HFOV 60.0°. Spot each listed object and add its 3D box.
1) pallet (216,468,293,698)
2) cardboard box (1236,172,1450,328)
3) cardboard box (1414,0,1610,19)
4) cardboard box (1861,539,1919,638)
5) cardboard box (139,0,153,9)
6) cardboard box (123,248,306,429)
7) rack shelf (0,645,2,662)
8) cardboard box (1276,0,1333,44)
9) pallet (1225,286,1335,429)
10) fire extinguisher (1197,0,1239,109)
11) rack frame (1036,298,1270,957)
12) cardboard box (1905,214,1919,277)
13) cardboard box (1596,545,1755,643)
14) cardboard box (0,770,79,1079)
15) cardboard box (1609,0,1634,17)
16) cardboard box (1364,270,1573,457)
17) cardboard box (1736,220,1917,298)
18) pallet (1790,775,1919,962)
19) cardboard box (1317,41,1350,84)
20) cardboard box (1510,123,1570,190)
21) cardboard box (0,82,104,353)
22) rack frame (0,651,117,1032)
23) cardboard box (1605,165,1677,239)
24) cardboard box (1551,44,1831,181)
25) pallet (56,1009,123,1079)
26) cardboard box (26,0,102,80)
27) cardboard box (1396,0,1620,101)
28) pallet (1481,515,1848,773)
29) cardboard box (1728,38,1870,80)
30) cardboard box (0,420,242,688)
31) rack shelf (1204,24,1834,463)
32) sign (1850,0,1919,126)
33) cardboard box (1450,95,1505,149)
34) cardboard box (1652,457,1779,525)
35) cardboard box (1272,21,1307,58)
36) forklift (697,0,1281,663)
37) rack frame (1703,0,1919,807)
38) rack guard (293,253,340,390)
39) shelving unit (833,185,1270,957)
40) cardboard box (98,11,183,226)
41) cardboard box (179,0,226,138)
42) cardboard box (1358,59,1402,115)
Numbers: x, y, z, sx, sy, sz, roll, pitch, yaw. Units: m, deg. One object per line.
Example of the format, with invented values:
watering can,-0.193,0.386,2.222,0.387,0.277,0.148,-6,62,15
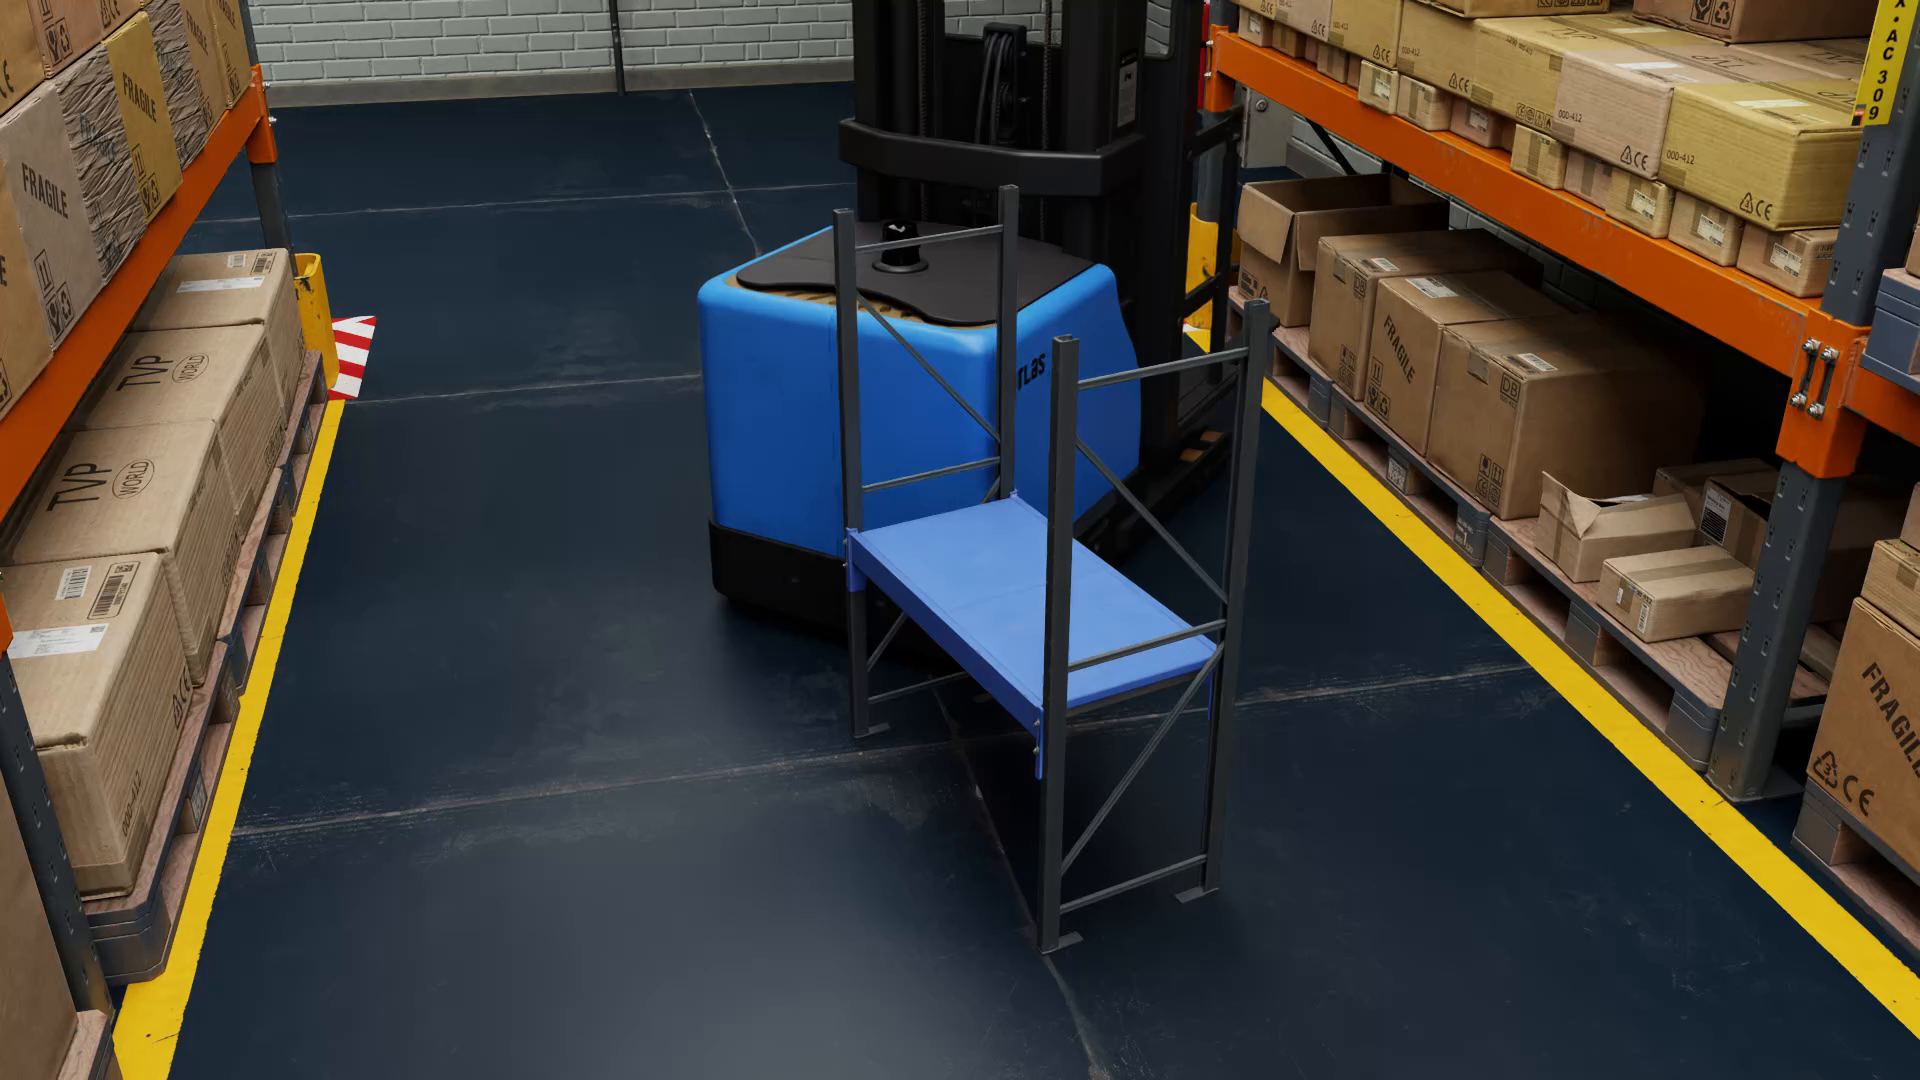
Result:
pallet,-2.708,0.154,5.210,1.003,0.211,1.213,-6,27,-12
cardboard box,1.645,-1.269,7.239,0.797,0.503,0.637,-7,28,-14
cardboard box,1.777,-1.989,5.367,0.500,0.500,0.500,-5,27,-10
cardboard box,2.322,0.106,3.800,0.380,0.149,0.250,-5,27,-9
cardboard box,-2.641,-1.828,4.822,0.500,0.500,0.500,-6,27,-12
cardboard box,-2.990,-0.732,6.249,0.875,0.438,0.875,-7,28,-13
rack shelf,-1.884,0.987,1.264,1.077,0.370,4.000,-6,27,-12
cardboard box,1.553,-2.092,6.402,0.500,0.250,0.500,-6,27,-11
pallet,1.797,-0.845,7.191,1.003,0.211,1.213,-6,27,-12
fire extinguisher,1.116,-2.290,7.459,0.296,0.674,0.183,-6,27,-12
rack frame,0.404,0.234,3.622,0.500,1.500,0.032,-14,30,-25
cardboard box,2.392,-0.715,3.260,0.700,0.500,0.500,-5,27,-10
cardboard box,2.089,0.153,4.816,0.380,0.149,0.250,-7,28,-13
cardboard box,-2.117,0.813,2.702,0.875,0.875,0.875,-5,27,-10
cardboard box,2.301,-1.691,5.607,0.500,0.250,0.500,-6,27,-12
cardboard box,1.821,-0.646,6.008,0.500,0.500,0.500,-5,27,-11
cardboard box,2.183,-0.720,4.126,0.380,0.149,0.250,-6,27,-11
pallet,2.721,0.880,3.772,1.003,0.211,1.213,-6,27,-12
cardboard box,1.599,-1.853,6.372,0.380,0.149,0.250,-5,27,-10
cardboard box,1.903,-1.171,5.020,0.380,0.149,0.250,-6,27,-12
cardboard box,-2.295,-0.711,3.718,0.500,0.500,0.500,-6,27,-11
rack frame,-2.335,-0.212,2.841,1.000,3.000,0.127,-6,27,-12
cardboard box,2.021,-0.944,4.569,0.380,0.149,0.250,-5,27,-10
cardboard box,2.021,-1.201,4.636,0.500,0.250,0.500,-6,27,-11
pallet,-2.087,1.364,2.814,1.003,0.211,1.213,-6,27,-12
cardboard box,-2.418,-1.385,3.945,0.500,0.500,0.500,-5,27,-11
cardboard box,1.806,-1.647,5.521,0.500,0.250,0.500,-7,28,-13
pallet,2.347,0.226,5.069,1.003,0.211,1.213,-6,27,-12
cardboard box,2.532,-1.248,4.730,0.500,0.250,0.500,-6,27,-12
cardboard box,-2.574,0.065,4.670,0.875,0.438,0.875,-7,28,-13
rack shelf,2.050,-1.275,5.745,1.077,0.370,4.000,-6,27,-12
sign,1.974,-1.046,3.532,0.100,0.325,0.005,-6,27,-12
cardboard box,1.852,-1.399,5.472,0.380,0.149,0.250,-6,27,-12
cardboard box,2.484,-0.137,5.390,0.380,0.149,0.250,-6,27,-12
cardboard box,1.508,-2.082,6.826,0.380,0.149,0.250,-5,27,-10
forklift,0.373,-1.569,5.605,1.130,2.935,3.031,14,30,26
rack frame,2.500,-0.718,3.843,1.000,3.000,0.127,-6,27,-12
rack guard,-3.242,-0.863,6.904,1.175,0.500,0.348,-6,27,-12
shelving unit,0.163,0.032,4.022,0.538,1.500,1.048,-14,30,-25
cardboard box,-2.517,-1.156,4.600,0.500,0.500,0.500,-5,27,-10
cardboard box,-2.771,-1.606,5.492,0.500,0.500,0.500,-7,28,-13
cardboard box,1.648,-1.619,5.907,0.380,0.149,0.250,-7,28,-13
